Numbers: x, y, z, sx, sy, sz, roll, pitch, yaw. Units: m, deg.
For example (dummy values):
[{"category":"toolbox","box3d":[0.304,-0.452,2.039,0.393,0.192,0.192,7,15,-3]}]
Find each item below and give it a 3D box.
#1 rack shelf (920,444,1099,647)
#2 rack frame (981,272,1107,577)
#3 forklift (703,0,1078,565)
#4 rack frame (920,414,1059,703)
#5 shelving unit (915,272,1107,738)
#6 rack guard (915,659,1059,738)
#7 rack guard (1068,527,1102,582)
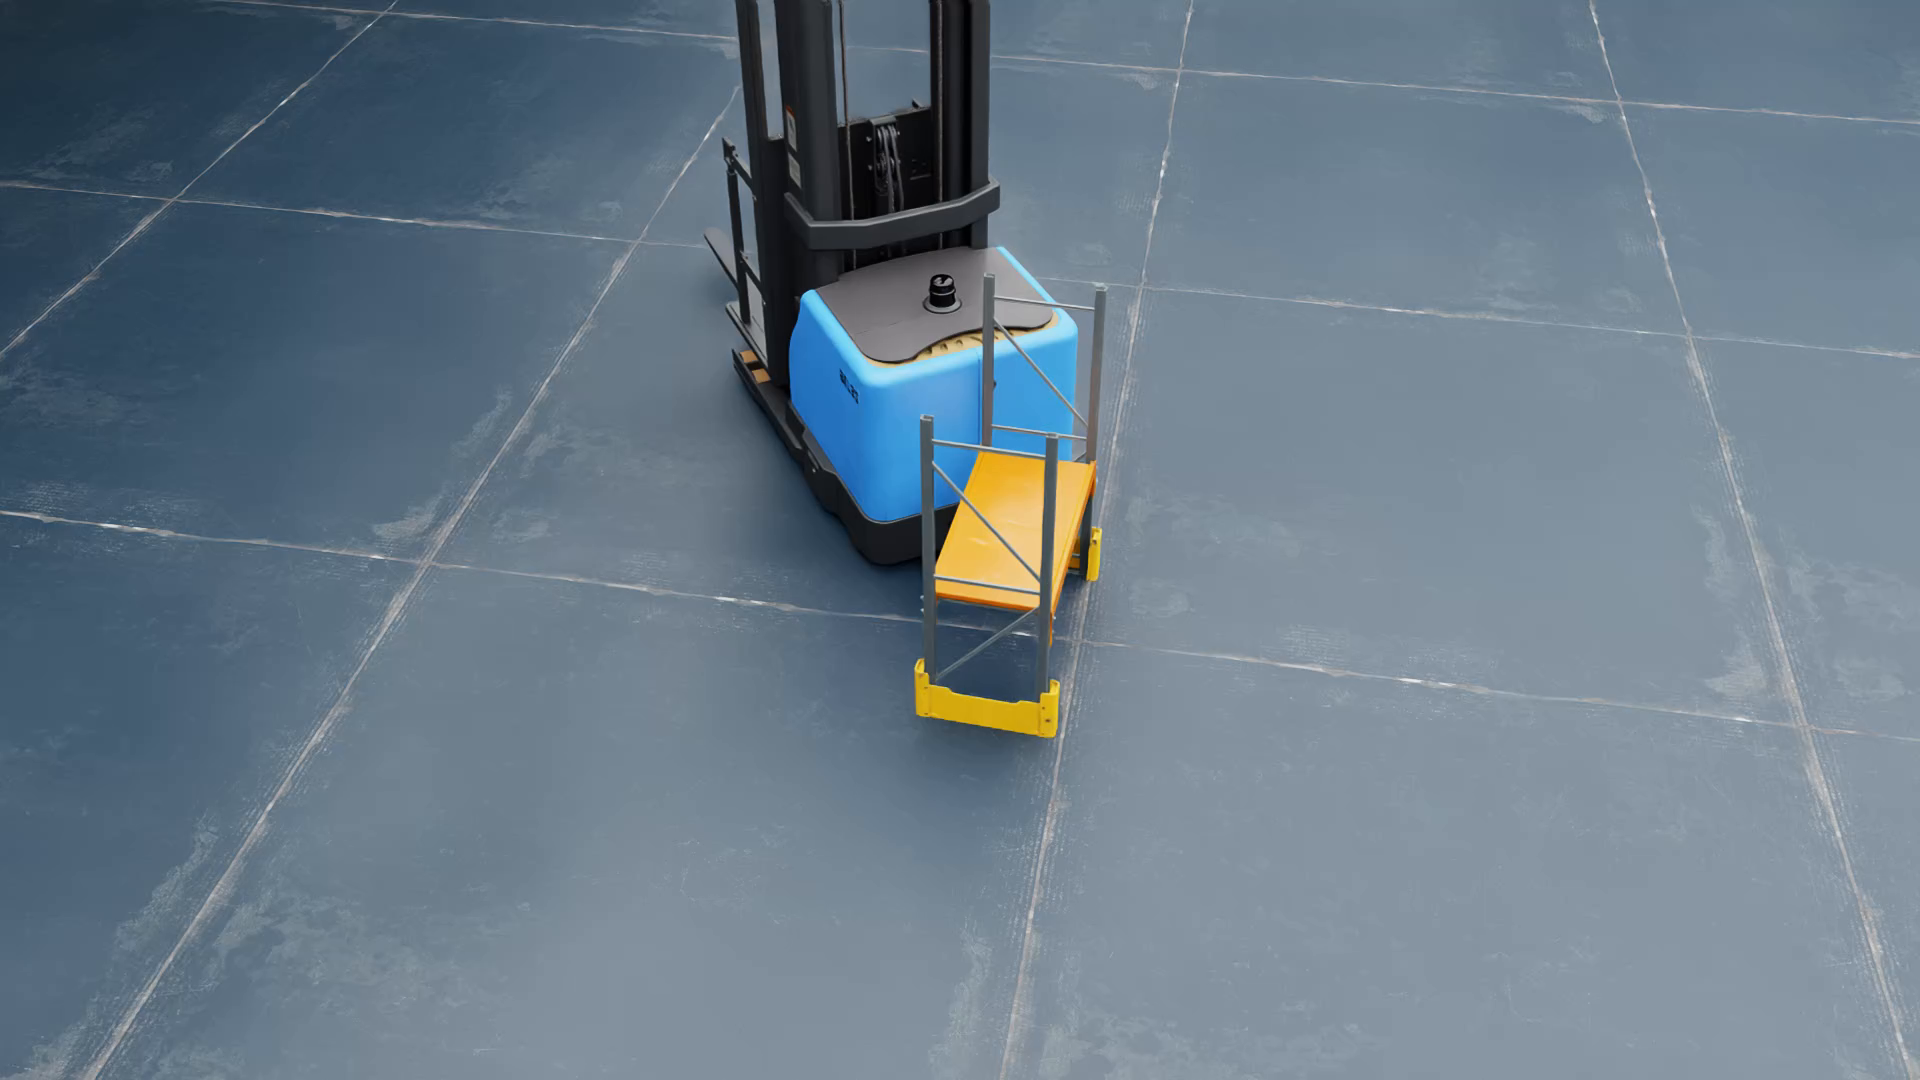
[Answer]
[{"category":"rack shelf","box3d":[0.221,-0.001,6.856,0.538,0.185,1.000,9,40,10]},{"category":"rack frame","box3d":[0.340,-0.454,7.123,0.500,1.500,0.032,9,40,10]},{"category":"forklift","box3d":[-0.541,-1.957,7.816,1.130,2.935,3.031,-16,42,-19]},{"category":"rack frame","box3d":[0.103,0.176,6.361,0.500,1.500,0.032,9,40,10]},{"category":"shelving unit","box3d":[0.224,-0.145,6.748,0.587,1.500,1.083,9,40,10]},{"category":"rack guard","box3d":[0.108,0.645,6.773,0.587,0.250,0.087,9,40,10]},{"category":"rack guard","box3d":[0.339,0.028,7.520,0.587,0.250,0.087,9,40,10]}]
